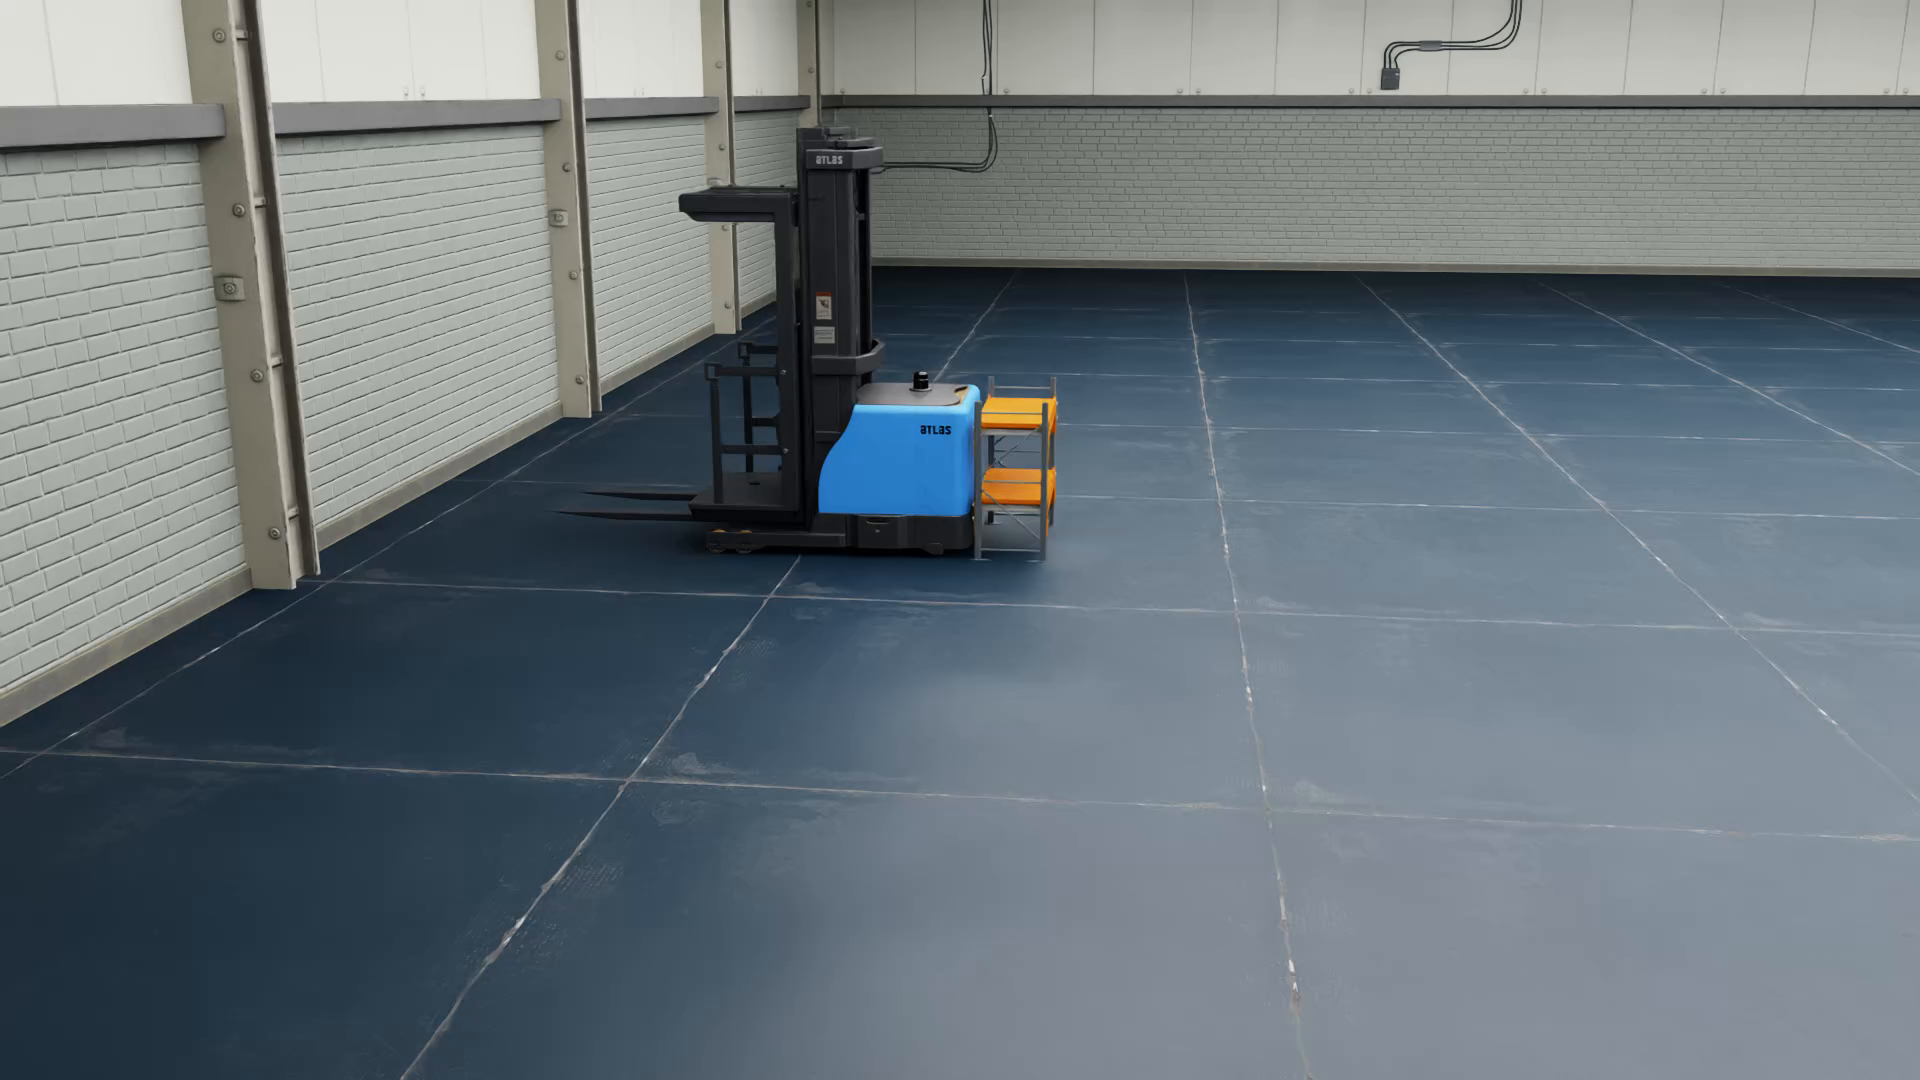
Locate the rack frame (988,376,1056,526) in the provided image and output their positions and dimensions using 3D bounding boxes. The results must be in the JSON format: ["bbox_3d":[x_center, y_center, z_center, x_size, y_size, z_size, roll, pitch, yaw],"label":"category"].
[{"bbox_3d":[0.461,-0.660,12.449,0.500,1.125,0.032,2,15,6],"label":"rack frame"}]

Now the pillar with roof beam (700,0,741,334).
[{"bbox_3d":[1.101,-7.059,21.028,9.100,9.000,0.400,2,15,6],"label":"pillar with roof beam"}]

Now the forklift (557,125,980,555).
[{"bbox_3d":[-1.390,-1.452,11.917,3.031,2.935,1.130,2,15,6],"label":"forklift"}]

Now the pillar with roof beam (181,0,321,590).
[{"bbox_3d":[-0.253,-3.947,9.518,9.100,9.000,0.400,2,15,6],"label":"pillar with roof beam"}]

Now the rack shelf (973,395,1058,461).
[{"bbox_3d":[0.407,-0.811,11.885,0.538,0.278,1.000,2,15,6],"label":"rack shelf"}]

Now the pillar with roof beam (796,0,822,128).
[{"bbox_3d":[1.778,-8.615,26.783,9.100,9.000,0.400,2,15,6],"label":"pillar with roof beam"}]

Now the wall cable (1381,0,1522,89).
[{"bbox_3d":[8.578,-10.825,28.440,2.305,6.003,0.169,2,15,6],"label":"wall cable"}]

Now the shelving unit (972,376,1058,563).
[{"bbox_3d":[0.407,-0.528,11.961,0.538,1.125,1.048,2,15,6],"label":"shelving unit"}]

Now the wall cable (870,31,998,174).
[{"bbox_3d":[-0.853,-7.968,30.339,3.097,2.526,0.112,2,15,6],"label":"wall cable"}]

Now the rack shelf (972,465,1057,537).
[{"bbox_3d":[0.407,-0.292,12.025,0.538,0.278,1.000,2,15,6],"label":"rack shelf"}]

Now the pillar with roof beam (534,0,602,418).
[{"bbox_3d":[0.424,-5.503,15.273,9.100,9.000,0.400,2,15,6],"label":"pillar with roof beam"}]

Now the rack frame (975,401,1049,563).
[{"bbox_3d":[0.353,-0.396,11.473,0.500,1.125,0.032,2,15,6],"label":"rack frame"}]

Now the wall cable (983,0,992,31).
[{"bbox_3d":[1.835,-10.326,29.385,3.097,2.526,0.112,2,15,6],"label":"wall cable"}]
